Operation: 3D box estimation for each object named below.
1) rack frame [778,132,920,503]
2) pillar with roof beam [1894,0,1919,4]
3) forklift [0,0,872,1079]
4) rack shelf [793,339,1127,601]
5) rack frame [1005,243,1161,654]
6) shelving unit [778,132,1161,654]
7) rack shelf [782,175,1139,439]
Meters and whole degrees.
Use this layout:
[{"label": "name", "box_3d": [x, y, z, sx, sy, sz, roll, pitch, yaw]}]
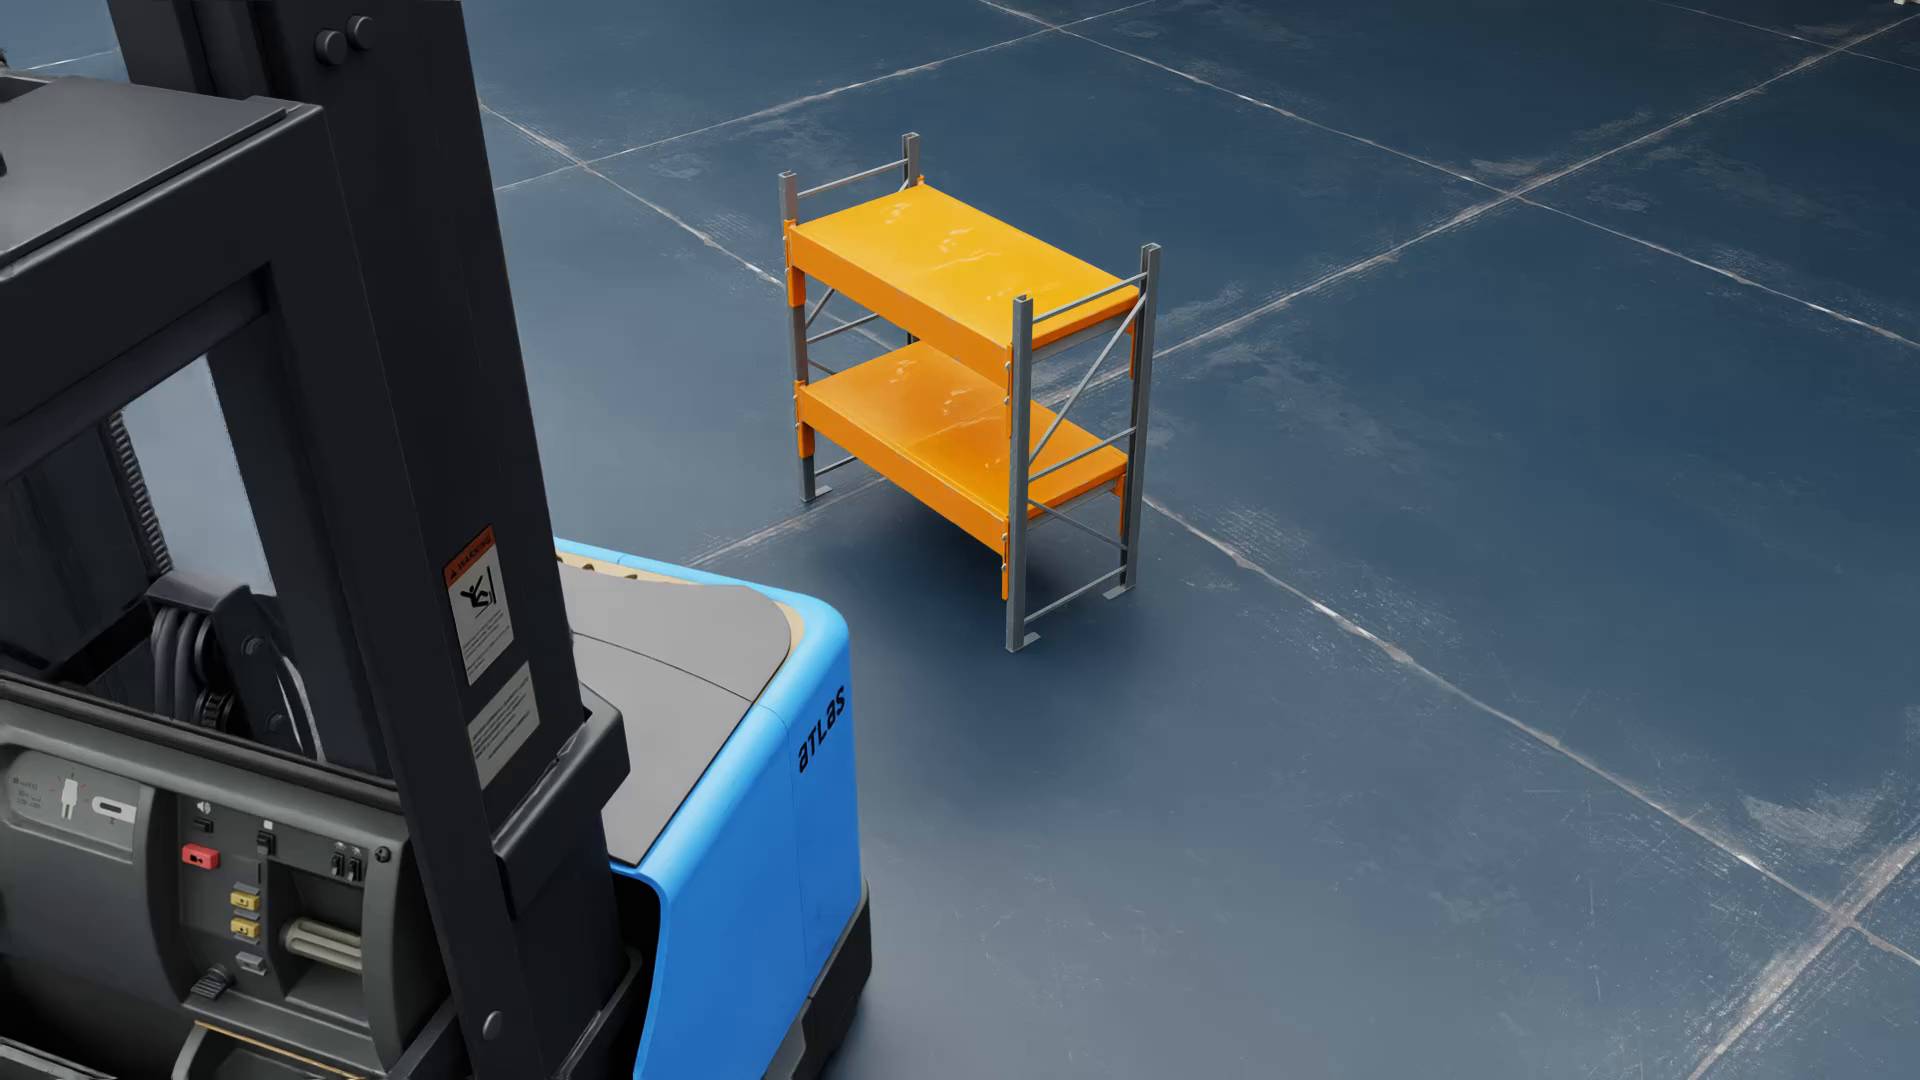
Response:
[{"label": "rack frame", "box_3d": [-0.324, -0.681, 5.238, 0.500, 1.125, 0.032, -26, 43, -32]}, {"label": "pillar with roof beam", "box_3d": [2.381, -5.163, 4.754, 9.100, 9.000, 0.400, -26, 43, -32]}, {"label": "forklift", "box_3d": [-1.186, 0.504, 2.002, 1.130, 2.935, 3.031, 12, 37, 16]}, {"label": "rack shelf", "box_3d": [0.004, -0.257, 5.062, 0.538, 0.278, 1.000, -26, 43, -32]}, {"label": "rack frame", "box_3d": [0.332, -0.232, 4.604, 0.500, 1.125, 0.032, -26, 43, -32]}, {"label": "shelving unit", "box_3d": [0.004, -0.456, 4.921, 0.538, 1.125, 1.048, -26, 43, -32]}, {"label": "rack shelf", "box_3d": [0.004, -0.695, 4.752, 0.538, 0.278, 1.000, -26, 43, -32]}]
